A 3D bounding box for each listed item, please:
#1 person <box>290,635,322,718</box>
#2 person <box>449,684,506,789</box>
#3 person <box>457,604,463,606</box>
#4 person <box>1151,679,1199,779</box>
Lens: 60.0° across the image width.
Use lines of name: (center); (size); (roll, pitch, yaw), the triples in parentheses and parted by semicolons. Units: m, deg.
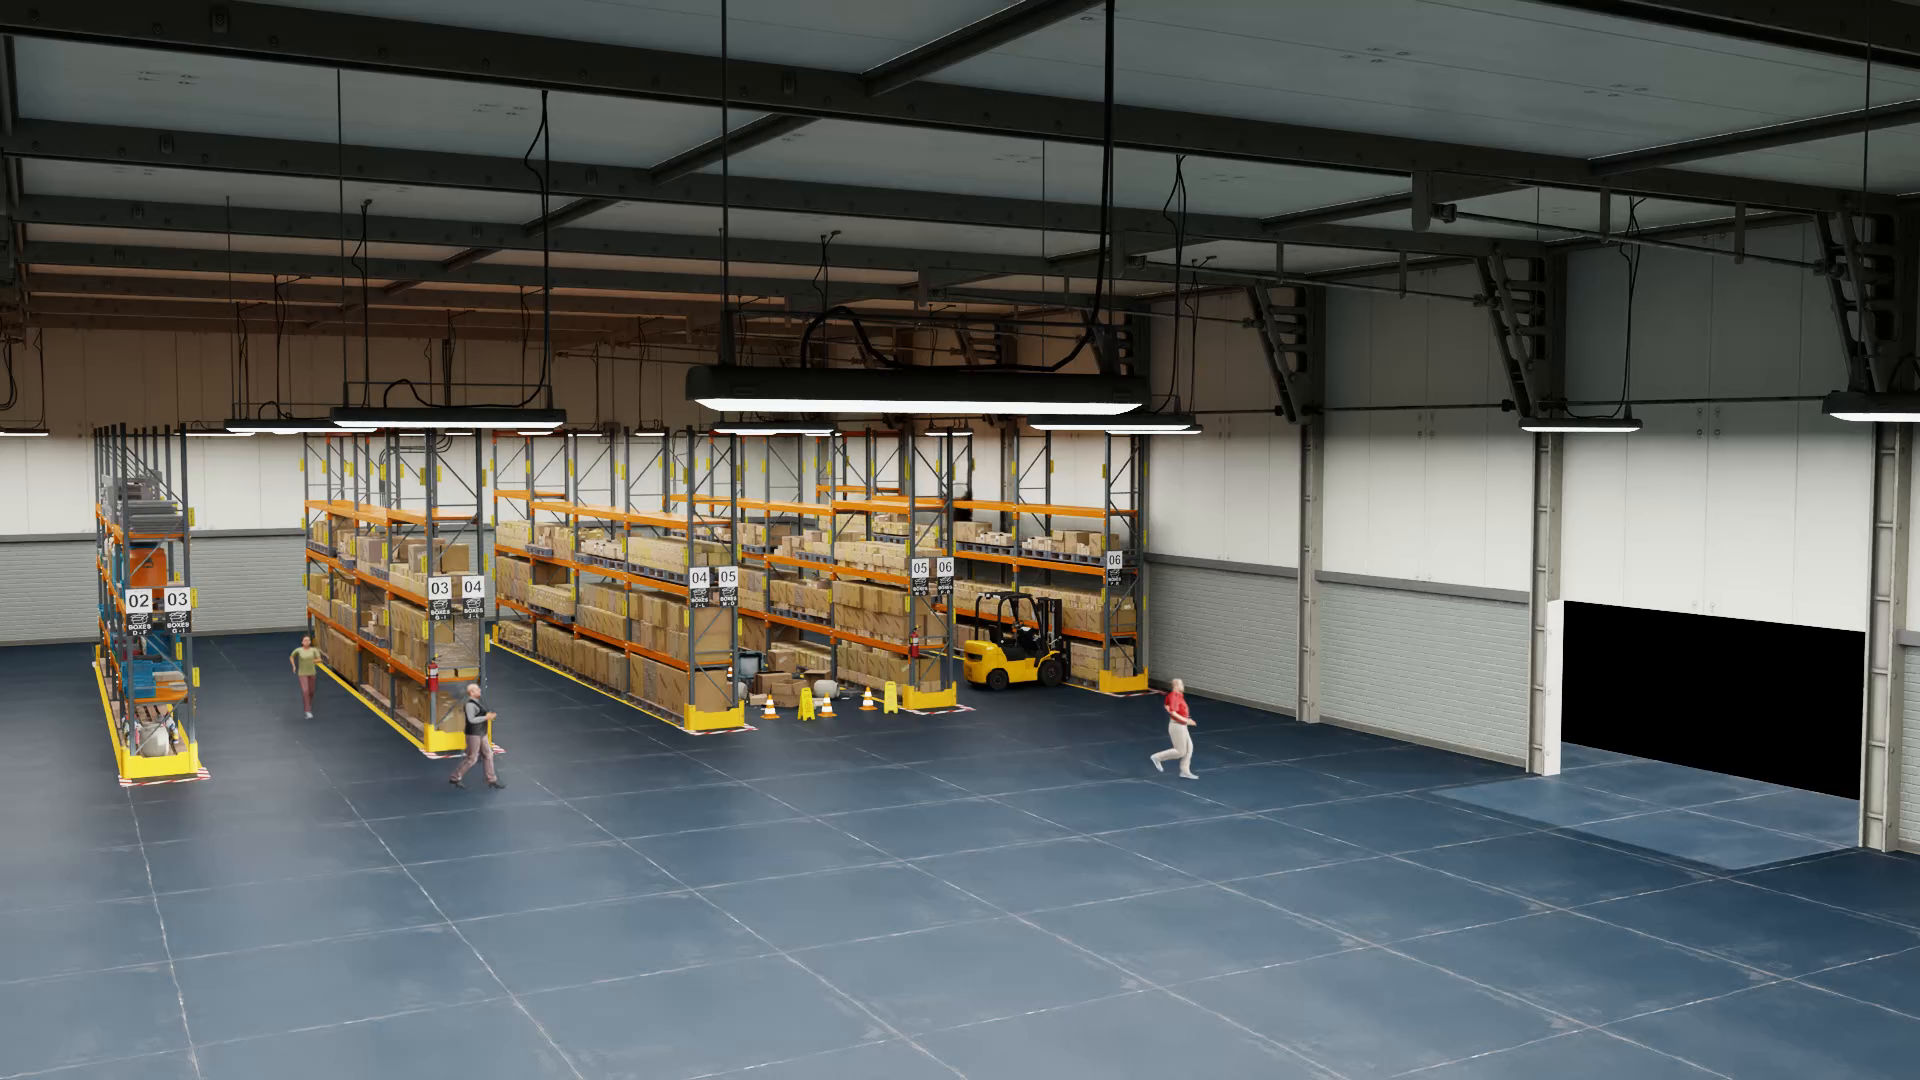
person: (-13.461, 2.784, 34.286); (0.570, 1.665, 0.960); (-2, 4, -35)
person: (-7.845, 3.197, 26.971); (0.878, 1.731, 0.651); (0, 3, -2)
person: (-13.921, 2.106, 45.713); (0.715, 1.733, 0.697); (0, 3, -1)
person: (3.627, 3.189, 28.046); (0.816, 1.717, 0.663); (0, 3, 6)
